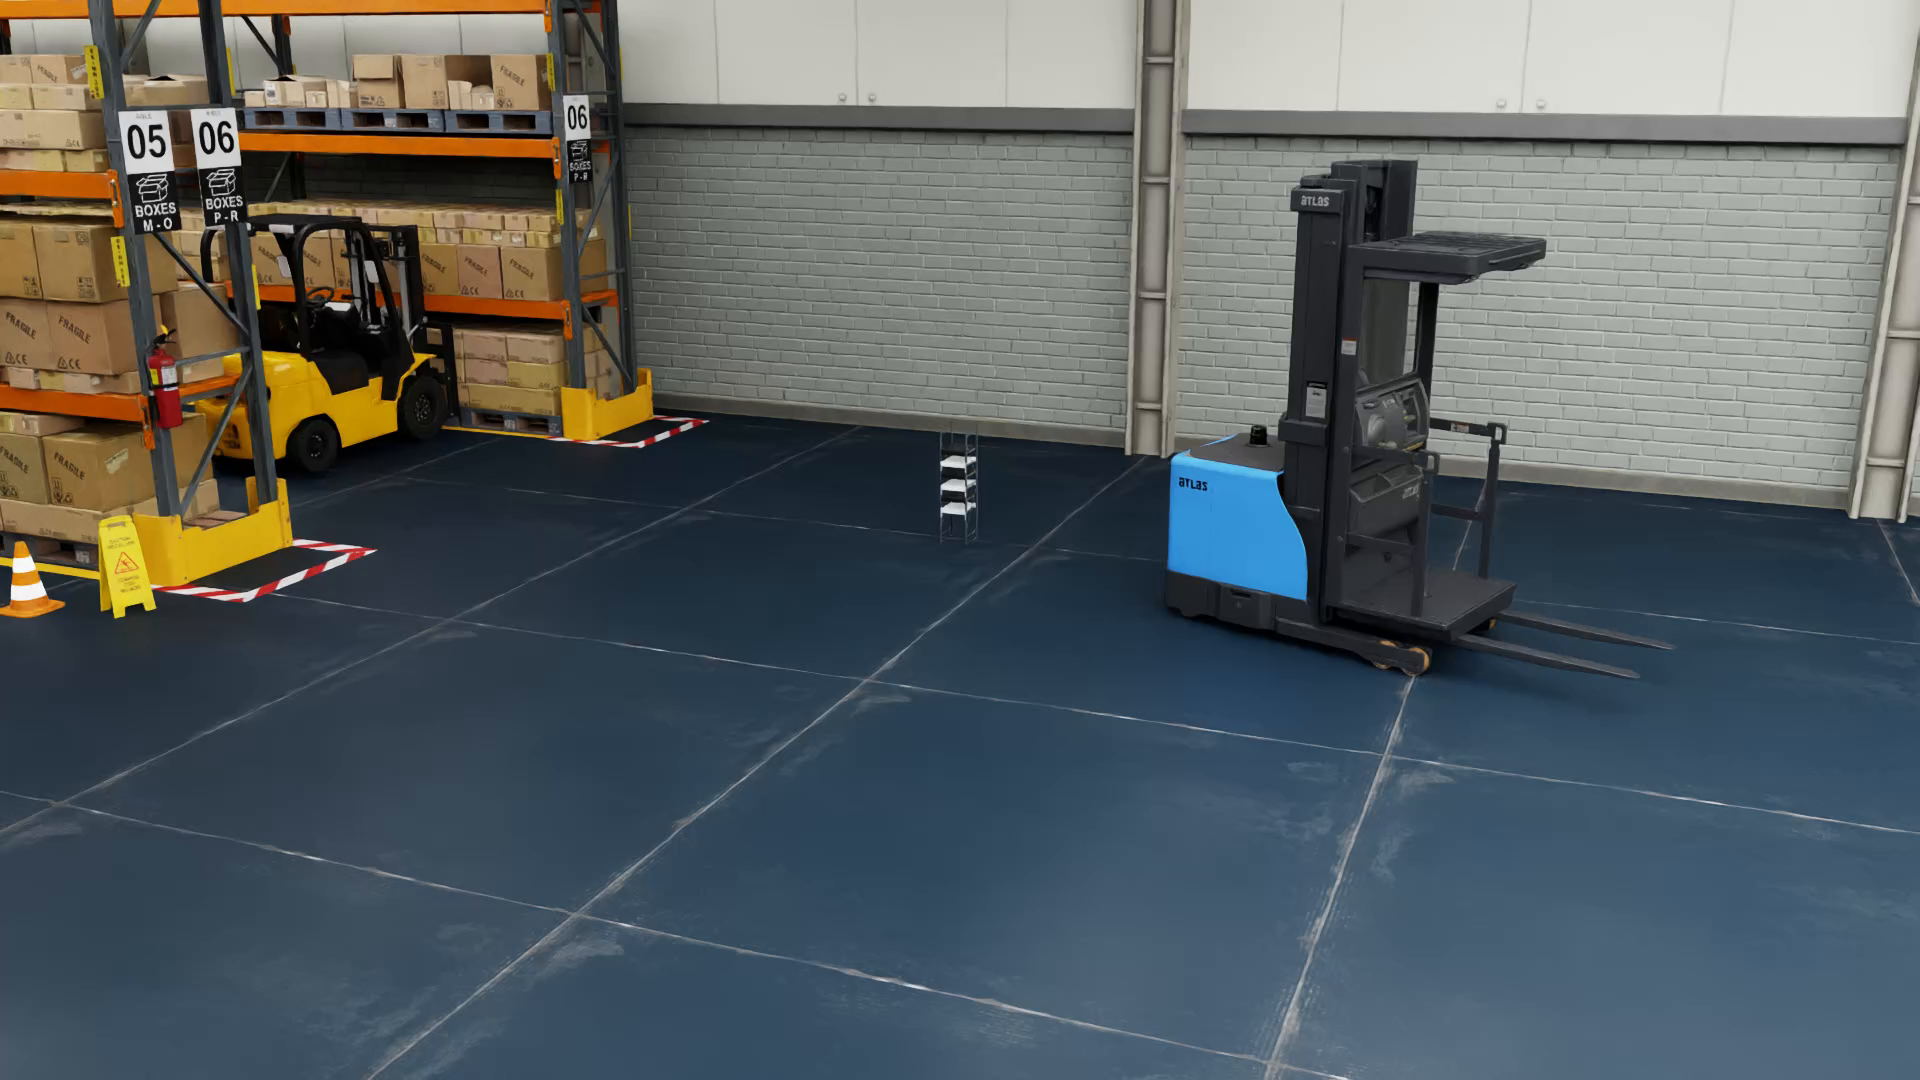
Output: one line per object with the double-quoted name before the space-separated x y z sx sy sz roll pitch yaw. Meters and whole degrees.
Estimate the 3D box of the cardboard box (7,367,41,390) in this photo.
"cardboard box" -6.502 -1.180 11.810 0.250 0.149 0.380 7 17 22

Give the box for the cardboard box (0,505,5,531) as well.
"cardboard box" -7.137 -0.272 12.409 0.500 0.250 0.500 6 17 19

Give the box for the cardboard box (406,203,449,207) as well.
"cardboard box" -5.410 -3.342 16.930 0.250 0.149 0.380 7 18 22

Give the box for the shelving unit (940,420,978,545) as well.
"shelving unit" -0.008 -0.433 12.551 0.210 0.900 0.258 6 17 21

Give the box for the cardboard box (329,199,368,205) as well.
"cardboard box" -6.344 -3.456 17.321 0.250 0.149 0.380 6 17 20

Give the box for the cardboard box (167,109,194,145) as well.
"cardboard box" -5.688 -2.903 11.647 0.500 0.250 0.500 6 17 20

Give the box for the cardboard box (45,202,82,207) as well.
"cardboard box" -10.063 -3.716 18.749 0.250 0.149 0.380 6 17 21

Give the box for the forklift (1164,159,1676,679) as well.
"forklift" 2.806 -0.765 10.052 3.031 2.935 1.130 13 21 38

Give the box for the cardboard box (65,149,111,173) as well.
"cardboard box" -5.753 -2.555 11.163 0.250 0.149 0.380 6 17 21

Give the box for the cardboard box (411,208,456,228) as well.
"cardboard box" -5.135 -3.147 16.259 0.250 0.149 0.380 7 17 22

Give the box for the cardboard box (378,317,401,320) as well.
"cardboard box" -5.948 -2.095 16.896 0.500 0.250 0.500 7 18 23

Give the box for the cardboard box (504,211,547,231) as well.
"cardboard box" -4.152 -3.060 15.958 0.250 0.149 0.380 6 17 21

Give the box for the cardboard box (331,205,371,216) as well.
"cardboard box" -6.064 -3.261 16.650 0.250 0.149 0.380 6 17 20

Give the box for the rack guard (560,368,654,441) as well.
"rack guard" -3.478 -1.356 16.447 0.348 0.500 1.175 6 17 21

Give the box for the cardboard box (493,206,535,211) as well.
"cardboard box" -4.441 -3.239 16.573 0.250 0.149 0.380 6 17 21

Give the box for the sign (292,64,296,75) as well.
"sign" -7.019 -4.839 17.511 0.005 0.325 0.100 6 17 21

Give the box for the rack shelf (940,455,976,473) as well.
"rack shelf" -0.008 -0.574 12.510 0.200 0.077 0.258 6 17 21

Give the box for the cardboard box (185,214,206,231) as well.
"cardboard box" -7.867 -3.326 17.408 0.250 0.149 0.380 6 17 20

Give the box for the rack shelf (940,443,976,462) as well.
"rack shelf" -0.008 -0.660 12.485 0.200 0.077 0.258 6 17 21

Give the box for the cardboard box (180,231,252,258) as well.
"cardboard box" -7.772 -3.120 17.412 0.500 0.250 0.500 6 17 19

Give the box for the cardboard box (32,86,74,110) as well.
"cardboard box" -5.967 -2.968 11.157 0.250 0.149 0.380 7 17 22

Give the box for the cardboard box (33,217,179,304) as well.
"cardboard box" -5.874 -1.937 11.461 0.500 0.500 0.700 6 17 19

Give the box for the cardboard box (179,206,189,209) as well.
"cardboard box" -8.636 -3.563 18.224 0.250 0.149 0.380 6 17 20

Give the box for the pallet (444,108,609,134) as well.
"pallet" -4.149 -4.036 15.973 1.213 0.211 1.003 6 17 21

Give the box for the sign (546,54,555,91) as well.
"sign" -3.712 -4.247 15.096 0.005 0.325 0.100 6 17 21

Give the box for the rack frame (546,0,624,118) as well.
"rack frame" -3.500 -5.440 15.270 0.127 3.000 1.000 6 17 21

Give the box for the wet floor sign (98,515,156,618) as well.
"wet floor sign" -5.534 0.157 10.976 0.232 0.644 0.267 14 21 40

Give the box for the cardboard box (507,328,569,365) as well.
"cardboard box" -4.043 -1.886 16.176 0.500 0.250 0.500 7 18 22

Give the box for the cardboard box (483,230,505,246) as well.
"cardboard box" -4.393 -2.942 16.084 0.250 0.149 0.380 7 17 22

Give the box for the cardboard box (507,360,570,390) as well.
"cardboard box" -4.068 -1.649 16.254 0.500 0.250 0.500 6 17 20

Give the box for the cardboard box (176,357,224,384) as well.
"cardboard box" -5.558 -1.239 12.010 0.250 0.149 0.380 6 17 21

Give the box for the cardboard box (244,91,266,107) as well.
"cardboard box" -6.915 -4.413 16.631 0.250 0.149 0.380 7 17 22

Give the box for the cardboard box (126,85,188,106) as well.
"cardboard box" -5.574 -3.063 11.484 0.250 0.149 0.380 6 17 20

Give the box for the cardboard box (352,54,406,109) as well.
"cardboard box" -5.448 -4.481 16.230 0.637 0.503 0.797 7 18 22

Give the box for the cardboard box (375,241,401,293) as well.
"cardboard box" -5.482 -2.745 16.570 0.500 0.500 0.500 6 17 21

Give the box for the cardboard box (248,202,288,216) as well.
"cardboard box" -7.034 -3.361 16.993 0.250 0.149 0.380 7 17 22

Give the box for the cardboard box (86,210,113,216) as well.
"cardboard box" -9.095 -3.435 17.782 0.250 0.149 0.380 6 17 19

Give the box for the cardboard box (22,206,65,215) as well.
"cardboard box" -10.009 -3.557 18.204 0.250 0.149 0.380 6 17 21

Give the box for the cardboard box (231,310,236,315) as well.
"cardboard box" -8.430 -2.161 18.243 0.625 0.625 0.875 6 17 20

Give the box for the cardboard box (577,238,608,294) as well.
"cardboard box" -3.859 -2.729 16.515 0.500 0.500 0.500 7 18 22

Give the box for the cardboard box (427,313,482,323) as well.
"cardboard box" -5.280 -2.176 17.176 0.500 0.250 0.500 6 17 20

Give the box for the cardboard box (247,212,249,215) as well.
"cardboard box" -7.470 -3.419 17.727 0.250 0.149 0.380 6 17 19

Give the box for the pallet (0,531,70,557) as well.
"pallet" -7.263 -0.157 12.836 1.213 0.211 1.003 6 17 21

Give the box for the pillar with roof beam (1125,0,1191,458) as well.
"pillar with roof beam" 0.184 -4.014 10.360 0.400 9.000 9.100 6 17 21

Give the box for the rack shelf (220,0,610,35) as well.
"rack shelf" -5.361 -5.107 16.131 4.000 0.370 1.077 6 17 21

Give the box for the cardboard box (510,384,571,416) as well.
"cardboard box" -4.053 -1.406 16.315 0.500 0.250 0.500 6 17 21

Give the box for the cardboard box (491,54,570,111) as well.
"cardboard box" -4.002 -4.279 15.540 0.500 0.500 0.500 7 18 22

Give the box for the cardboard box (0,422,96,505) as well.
"cardboard box" -6.646 -0.579 12.121 0.500 0.500 0.500 7 18 23

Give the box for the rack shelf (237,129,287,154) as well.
"rack shelf" -9.082 -4.267 17.903 4.000 0.370 1.077 6 17 21

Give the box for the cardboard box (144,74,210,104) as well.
"cardboard box" -7.984 -4.626 17.075 0.500 0.311 0.500 6 17 19

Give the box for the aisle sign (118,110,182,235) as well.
"aisle sign" -5.367 -2.438 11.027 0.004 0.787 0.394 6 17 21

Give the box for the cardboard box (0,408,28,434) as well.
"cardboard box" -6.758 -0.885 12.011 0.250 0.149 0.380 7 17 22

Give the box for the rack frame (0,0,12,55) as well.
"rack frame" -10.942 -6.258 18.089 0.127 3.000 1.000 6 17 21

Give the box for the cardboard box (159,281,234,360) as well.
"cardboard box" -5.657 -1.582 12.030 0.500 0.500 0.500 6 17 20

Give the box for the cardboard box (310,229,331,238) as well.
"cardboard box" -6.325 -3.136 16.754 0.250 0.149 0.380 7 17 22
